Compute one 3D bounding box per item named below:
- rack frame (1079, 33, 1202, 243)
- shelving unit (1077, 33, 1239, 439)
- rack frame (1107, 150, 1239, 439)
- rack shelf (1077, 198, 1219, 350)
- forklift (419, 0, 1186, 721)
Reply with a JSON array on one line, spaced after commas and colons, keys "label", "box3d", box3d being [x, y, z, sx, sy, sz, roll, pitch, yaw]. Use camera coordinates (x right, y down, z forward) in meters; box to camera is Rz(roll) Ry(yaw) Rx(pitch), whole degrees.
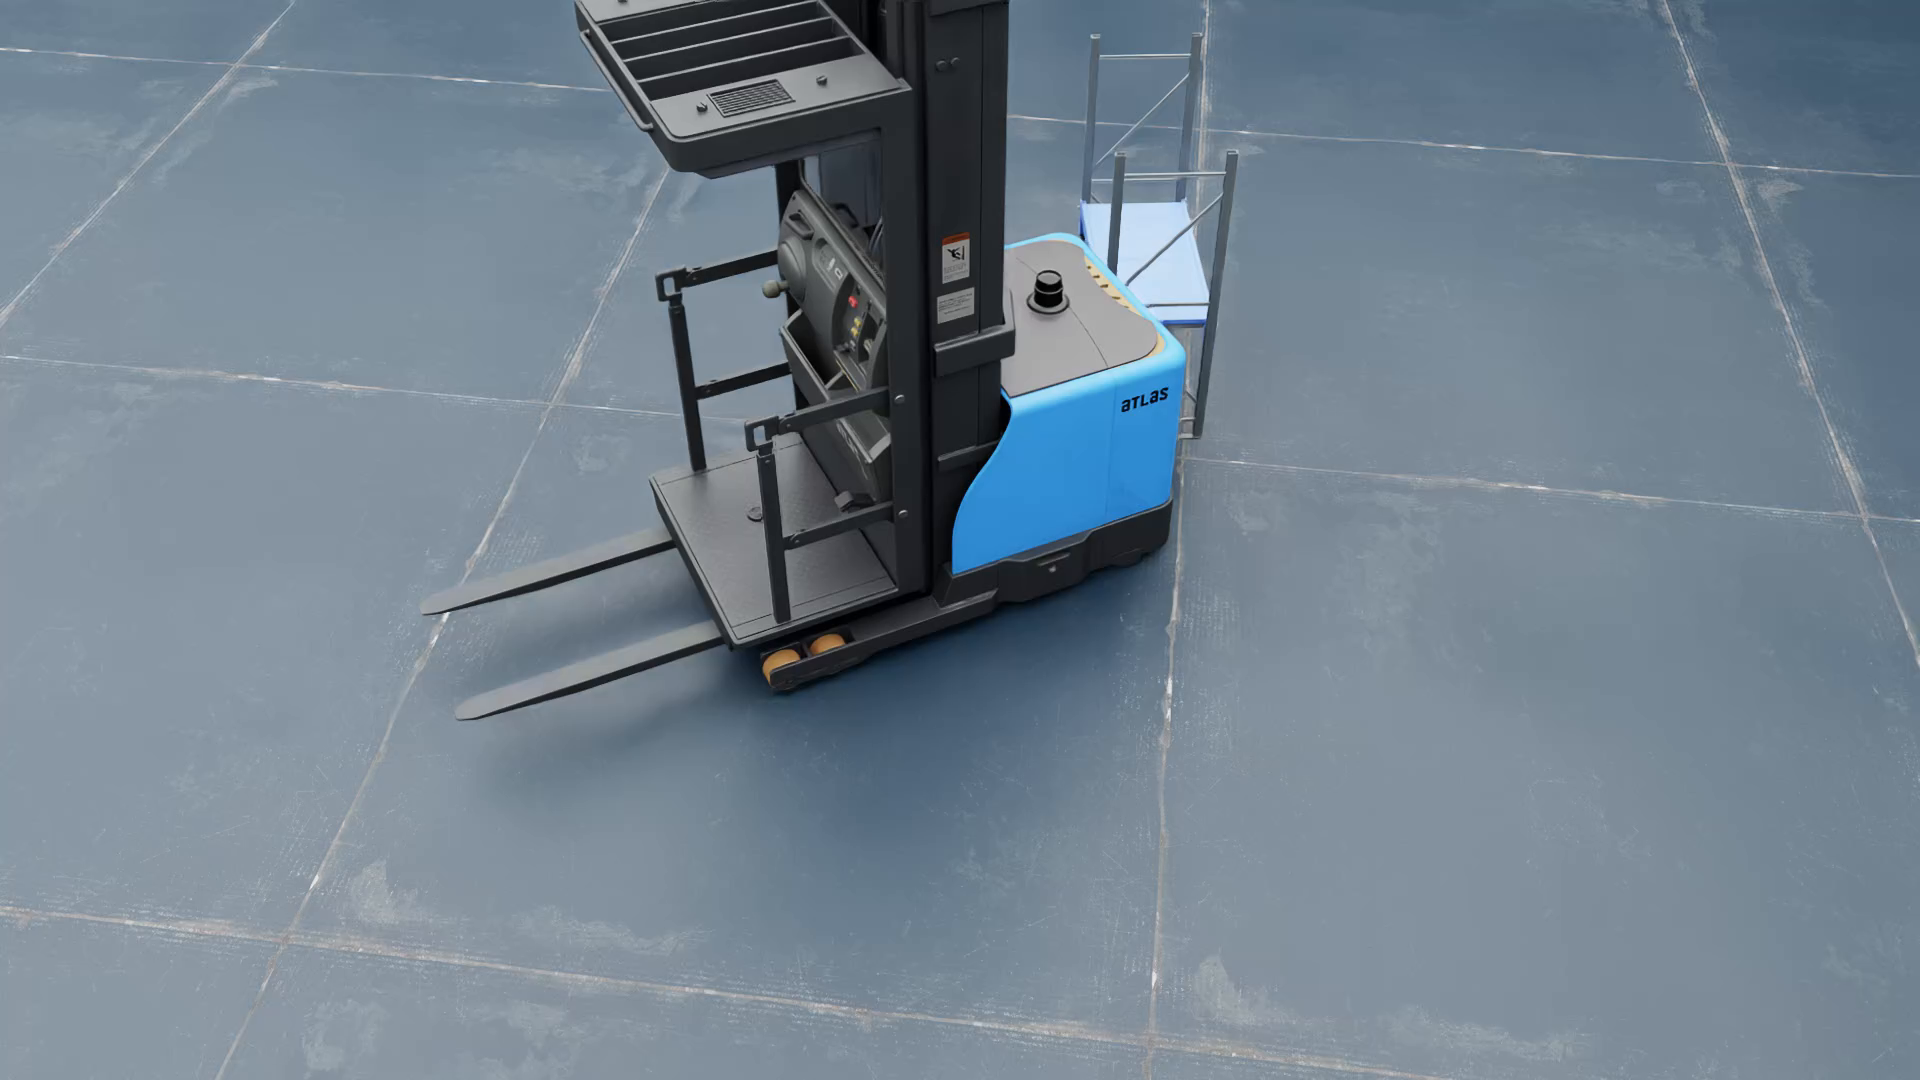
[{"label": "rack frame", "box3d": [0.837, -1.719, 7.975, 0.500, 1.500, 0.032, -2, 43, -2]}, {"label": "shelving unit", "box3d": [0.856, -1.370, 7.606, 0.538, 1.500, 1.048, -2, 43, -2]}, {"label": "rack frame", "box3d": [0.876, -1.021, 7.237, 0.500, 1.500, 0.032, -2, 43, -2]}, {"label": "rack shelf", "box3d": [0.856, -1.239, 7.730, 0.538, 0.185, 1.000, -2, 43, -2]}, {"label": "forklift", "box3d": [-0.656, -0.883, 6.051, 3.031, 2.935, 1.130, -18, 46, -18]}]
